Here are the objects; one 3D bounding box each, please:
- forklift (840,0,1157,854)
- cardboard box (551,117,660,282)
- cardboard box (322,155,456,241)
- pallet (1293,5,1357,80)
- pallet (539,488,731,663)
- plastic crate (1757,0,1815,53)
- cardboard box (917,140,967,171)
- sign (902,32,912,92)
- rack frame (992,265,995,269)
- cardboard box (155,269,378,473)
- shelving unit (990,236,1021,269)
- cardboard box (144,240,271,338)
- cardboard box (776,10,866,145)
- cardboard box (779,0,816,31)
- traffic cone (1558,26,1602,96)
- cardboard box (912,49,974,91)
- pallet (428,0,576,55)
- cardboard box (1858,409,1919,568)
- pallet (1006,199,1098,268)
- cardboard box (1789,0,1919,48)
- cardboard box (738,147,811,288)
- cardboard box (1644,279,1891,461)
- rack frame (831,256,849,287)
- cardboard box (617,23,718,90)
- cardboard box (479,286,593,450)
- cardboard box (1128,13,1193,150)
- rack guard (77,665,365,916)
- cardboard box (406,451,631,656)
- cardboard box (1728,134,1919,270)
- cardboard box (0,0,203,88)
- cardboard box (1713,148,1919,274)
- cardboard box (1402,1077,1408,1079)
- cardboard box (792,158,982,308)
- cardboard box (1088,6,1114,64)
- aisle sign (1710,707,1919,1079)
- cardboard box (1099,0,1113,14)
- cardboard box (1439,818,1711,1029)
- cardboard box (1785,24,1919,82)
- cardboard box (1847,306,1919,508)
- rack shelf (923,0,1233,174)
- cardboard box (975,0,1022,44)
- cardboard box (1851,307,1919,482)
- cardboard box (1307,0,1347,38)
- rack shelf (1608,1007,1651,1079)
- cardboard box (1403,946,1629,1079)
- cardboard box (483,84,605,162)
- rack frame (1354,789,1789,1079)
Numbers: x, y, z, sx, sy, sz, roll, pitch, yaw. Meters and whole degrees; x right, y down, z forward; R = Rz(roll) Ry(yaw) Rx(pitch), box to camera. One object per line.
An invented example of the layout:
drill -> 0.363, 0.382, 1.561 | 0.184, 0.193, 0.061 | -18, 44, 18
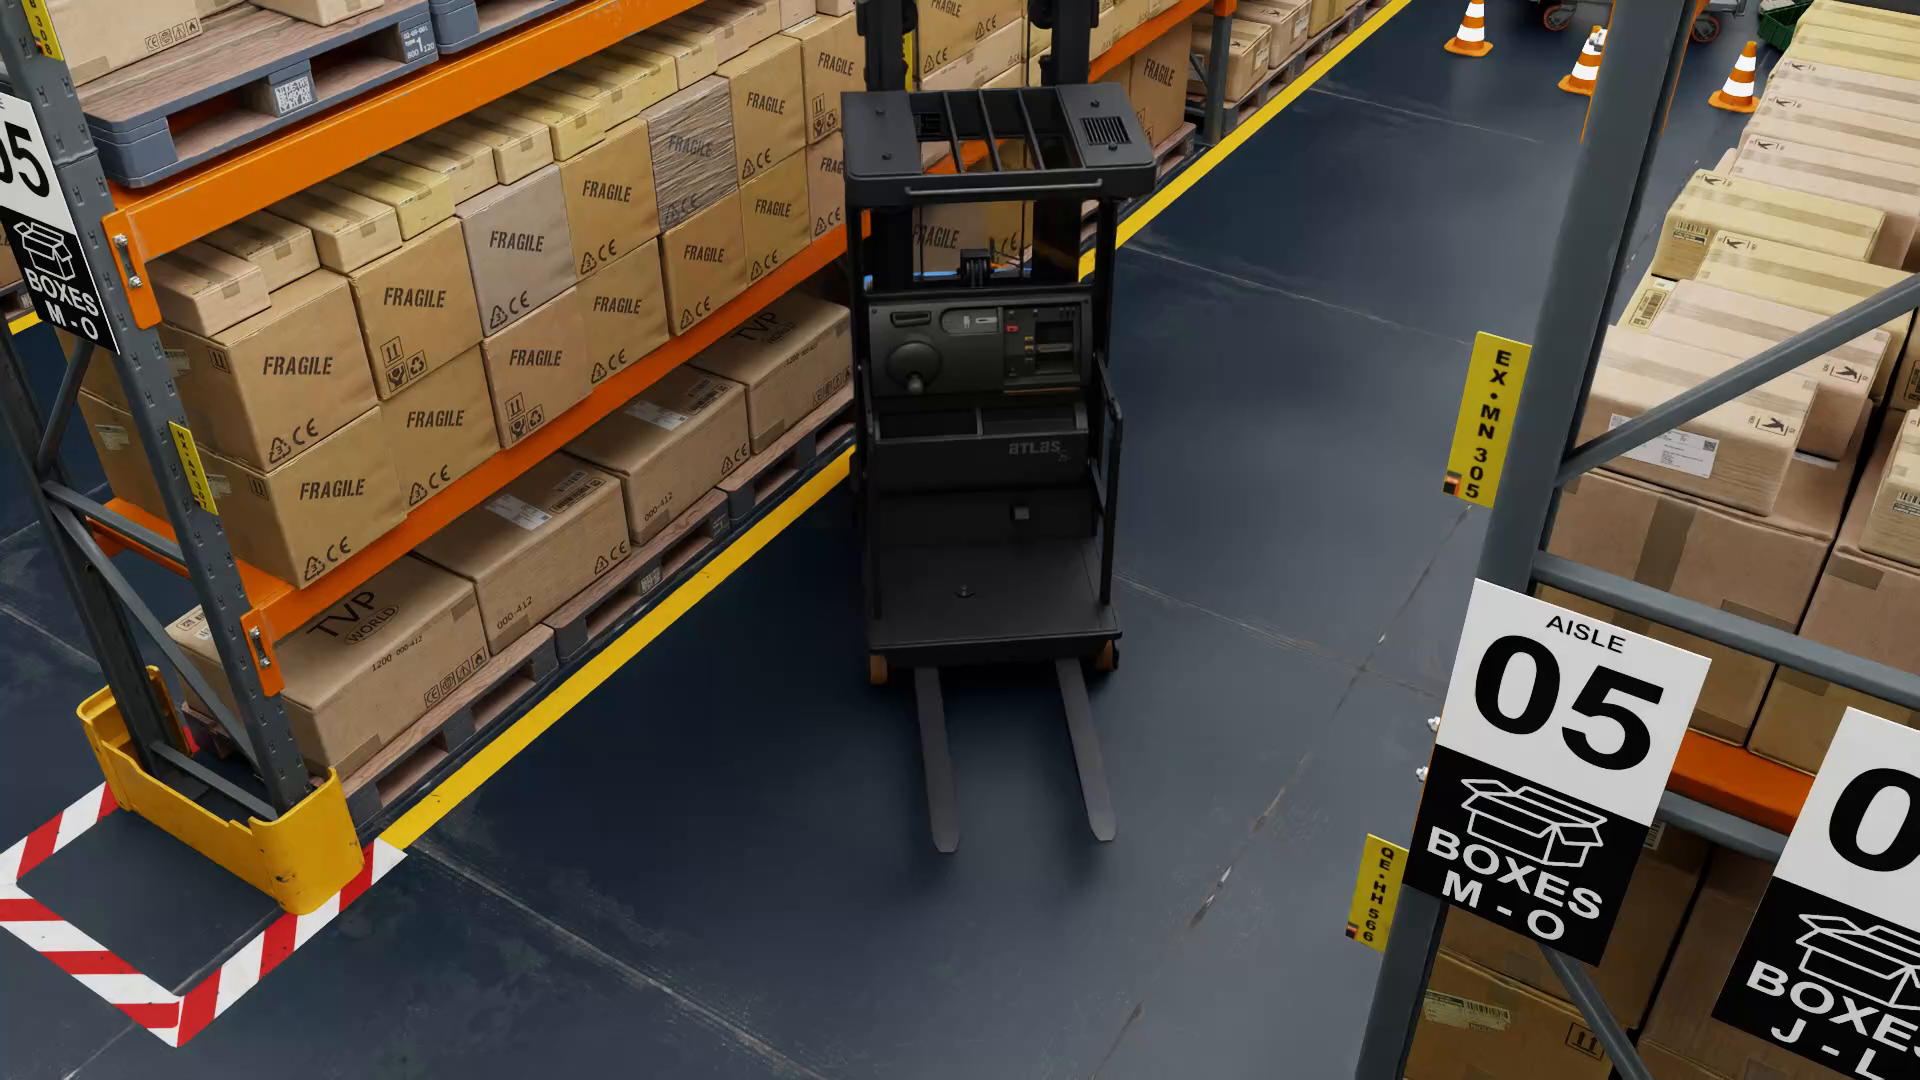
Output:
forklift -> 0.111, -0.739, 6.748 | 1.130, 2.935, 3.031 | -3, 38, -4
cardboard box -> -1.580, -1.418, 6.671 | 0.500, 0.500, 0.500 | 21, 42, 25
cardboard box -> -2.019, -1.216, 5.877 | 0.380, 0.149, 0.250 | 20, 42, 24
pallet -> 2.476, -4.083, 13.313 | 1.003, 0.211, 1.213 | 21, 42, 25
pallet -> -1.868, 0.006, 8.009 | 1.003, 0.211, 1.213 | 21, 42, 25
plastic crate -> 6.765, -4.081, 13.282 | 0.662, 0.188, 0.450 | -18, 51, -22
cardboard box -> -0.283, -2.177, 8.680 | 0.500, 0.250, 0.500 | 20, 42, 24
sign -> -0.272, -2.290, 7.929 | 0.100, 0.325, 0.005 | 21, 42, 25
rack frame -> 0.092, -0.975, 8.594 | 0.200, 1.050, 0.008 | 25, 44, 28
cardboard box -> -2.387, -0.624, 5.641 | 0.500, 0.500, 0.500 | 20, 42, 24
shelving unit -> 0.165, -1.035, 8.672 | 0.215, 1.050, 0.252 | 25, 44, 28
cardboard box -> -2.461, -0.819, 5.363 | 0.380, 0.149, 0.250 | 22, 43, 26
cardboard box -> -0.761, -2.198, 7.683 | 0.500, 0.500, 0.500 | 21, 42, 25
cardboard box -> -0.871, -2.425, 7.447 | 0.380, 0.149, 0.250 | 22, 43, 26
traffic cone -> 4.751, -3.642, 12.535 | 0.336, 0.463, 0.334 | 21, 42, 25
cardboard box -> -0.268, -2.369, 8.520 | 0.500, 0.250, 0.500 | 20, 42, 24
pallet -> -1.843, -2.204, 6.208 | 1.003, 0.211, 1.213 | 21, 42, 25
cardboard box -> 1.715, -0.044, 2.720 | 0.380, 0.149, 0.250 | 21, 42, 25
pallet -> 0.261, -2.046, 10.670 | 1.003, 0.211, 1.213 | 21, 42, 25
cardboard box -> 2.387, -1.281, 4.324 | 0.380, 0.149, 0.250 | 23, 43, 27
cardboard box -> -1.045, -1.546, 7.656 | 0.500, 0.500, 0.500 | 20, 42, 24
cardboard box -> 1.476, -0.321, 3.079 | 0.380, 0.149, 0.250 | 22, 43, 26
rack frame -> -0.742, -2.096, 8.452 | 1.000, 3.000, 0.127 | 21, 42, 25
cardboard box -> -1.237, -2.023, 6.925 | 0.380, 0.149, 0.250 | 21, 42, 25
cardboard box -> -1.850, -0.753, 6.628 | 0.500, 0.500, 0.500 | 21, 42, 25
cardboard box -> 0.961, -3.154, 11.221 | 0.875, 0.875, 0.875 | 21, 42, 25
rack guard -> -2.898, 0.968, 6.524 | 1.175, 0.500, 0.348 | 21, 42, 25
cardboard box -> -2.132, -0.033, 7.530 | 0.875, 0.438, 0.875 | 22, 43, 26
cardboard box -> 1.868, -0.729, 3.608 | 0.380, 0.149, 0.250 | 20, 42, 24
cardboard box -> -2.720, -1.630, 5.087 | 0.500, 0.250, 0.500 | 17, 41, 21
cardboard box -> 1.931, -0.642, 3.821 | 0.500, 0.250, 0.500 | 22, 43, 26
cardboard box -> 1.285, 1.372, 4.159 | 0.380, 0.149, 0.250 | 21, 42, 25
cardboard box -> -0.477, -1.767, 9.421 | 0.875, 0.875, 0.875 | 23, 43, 26
cardboard box -> 0.557, -2.958, 9.693 | 0.500, 0.250, 0.500 | 20, 42, 24
aisle sign -> 1.563, 0.639, 2.774 | 0.394, 0.787, 0.004 | 21, 42, 25
cardboard box -> 0.550, -3.160, 9.545 | 0.500, 0.250, 0.500 | 20, 42, 24
cardboard box -> 1.384, 0.662, 3.729 | 0.500, 0.500, 0.500 | 20, 42, 24
cardboard box -> 2.258, -1.142, 4.144 | 0.380, 0.149, 0.250 | 20, 42, 24
cardboard box -> 2.083, -0.204, 3.254 | 0.500, 0.250, 0.500 | 21, 42, 25
rack shelf -> 0.330, -2.842, 10.009 | 1.077, 0.370, 4.000 | 21, 42, 25
cardboard box -> -0.014, -2.936, 8.640 | 0.500, 0.500, 0.500 | 21, 42, 25
cardboard box -> 2.356, -0.283, 3.766 | 0.500, 0.250, 0.500 | 20, 42, 24
cardboard box -> 2.512, -4.344, 13.176 | 0.950, 0.372, 0.625 | 23, 43, 27
rack shelf -> 2.421, 0.787, 5.301 | 1.077, 0.370, 4.000 | 21, 42, 25
cardboard box -> 1.373, 1.060, 4.032 | 0.500, 0.500, 0.500 | 22, 43, 26
cardboard box -> -1.594, -1.605, 6.382 | 0.380, 0.149, 0.250 | 20, 42, 24
rack frame -> 1.349, 1.533, 3.744 | 1.000, 3.000, 0.127 | 21, 42, 25
